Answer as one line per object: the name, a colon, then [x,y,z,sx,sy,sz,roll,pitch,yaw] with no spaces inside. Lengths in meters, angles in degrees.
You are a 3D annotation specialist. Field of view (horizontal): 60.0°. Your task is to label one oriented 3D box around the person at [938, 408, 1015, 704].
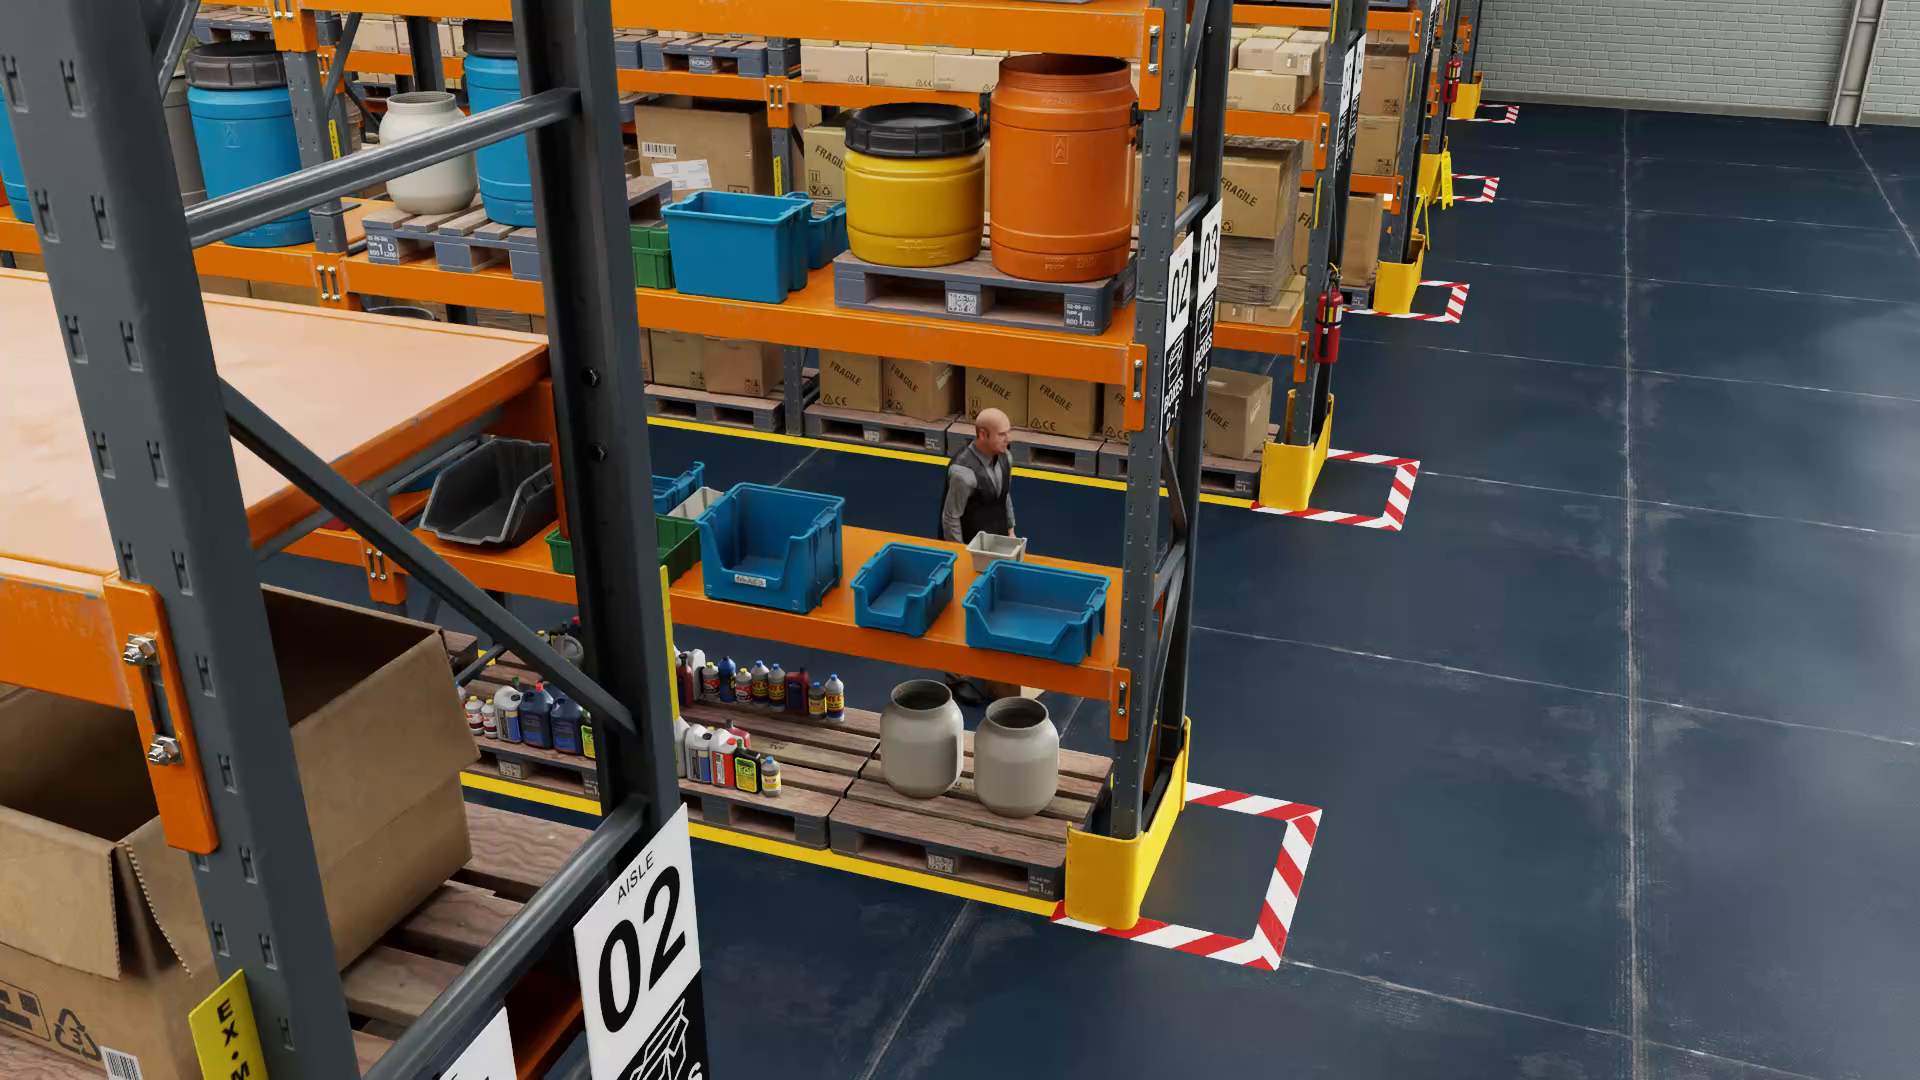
person: [0.121,0.054,9.485,0.463,1.721,0.588,18,31,33]
